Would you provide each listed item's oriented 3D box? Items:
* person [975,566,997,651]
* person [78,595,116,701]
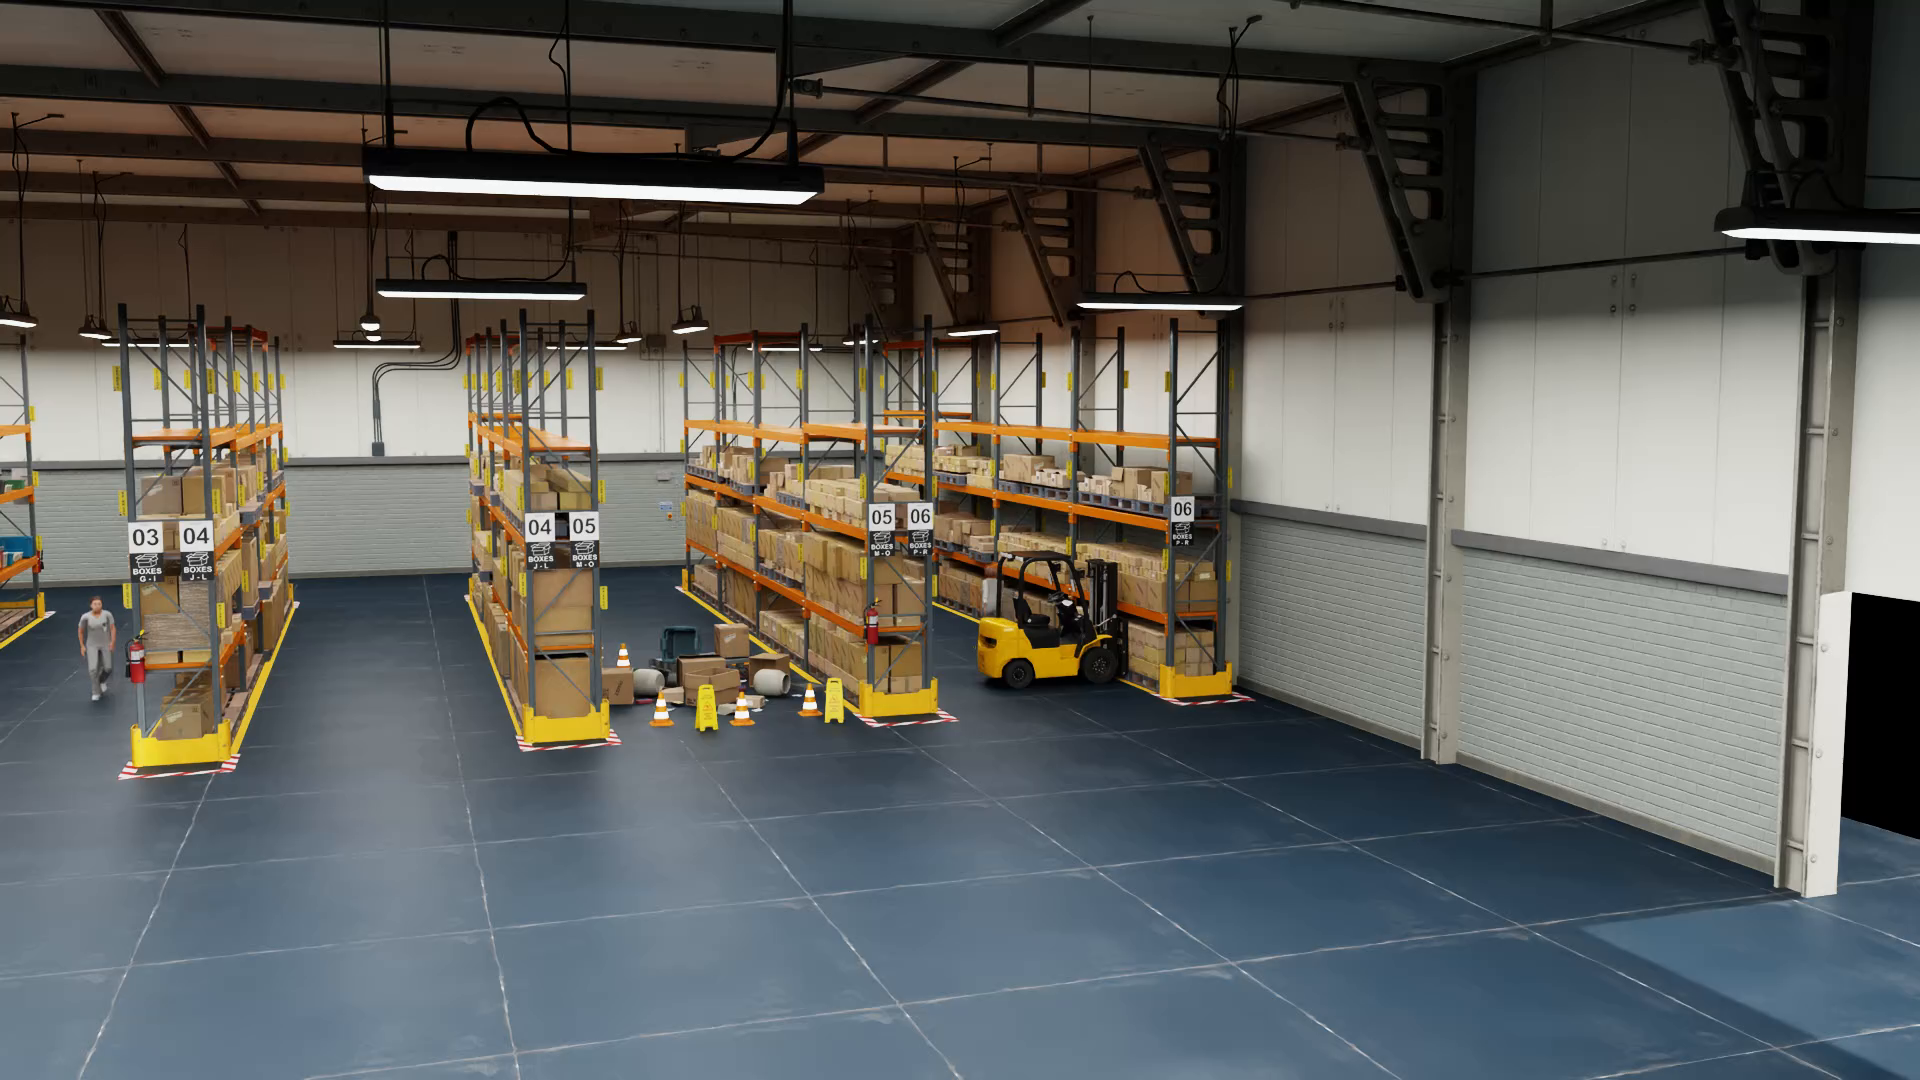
[{"bbox_3d":[0.586,1.298,30.903,0.455,1.616,0.627,-4,6,-33],"label":"person"},{"bbox_3d":[-13.627,1.699,26.291,0.523,1.653,0.365,-4,6,-33],"label":"person"}]
